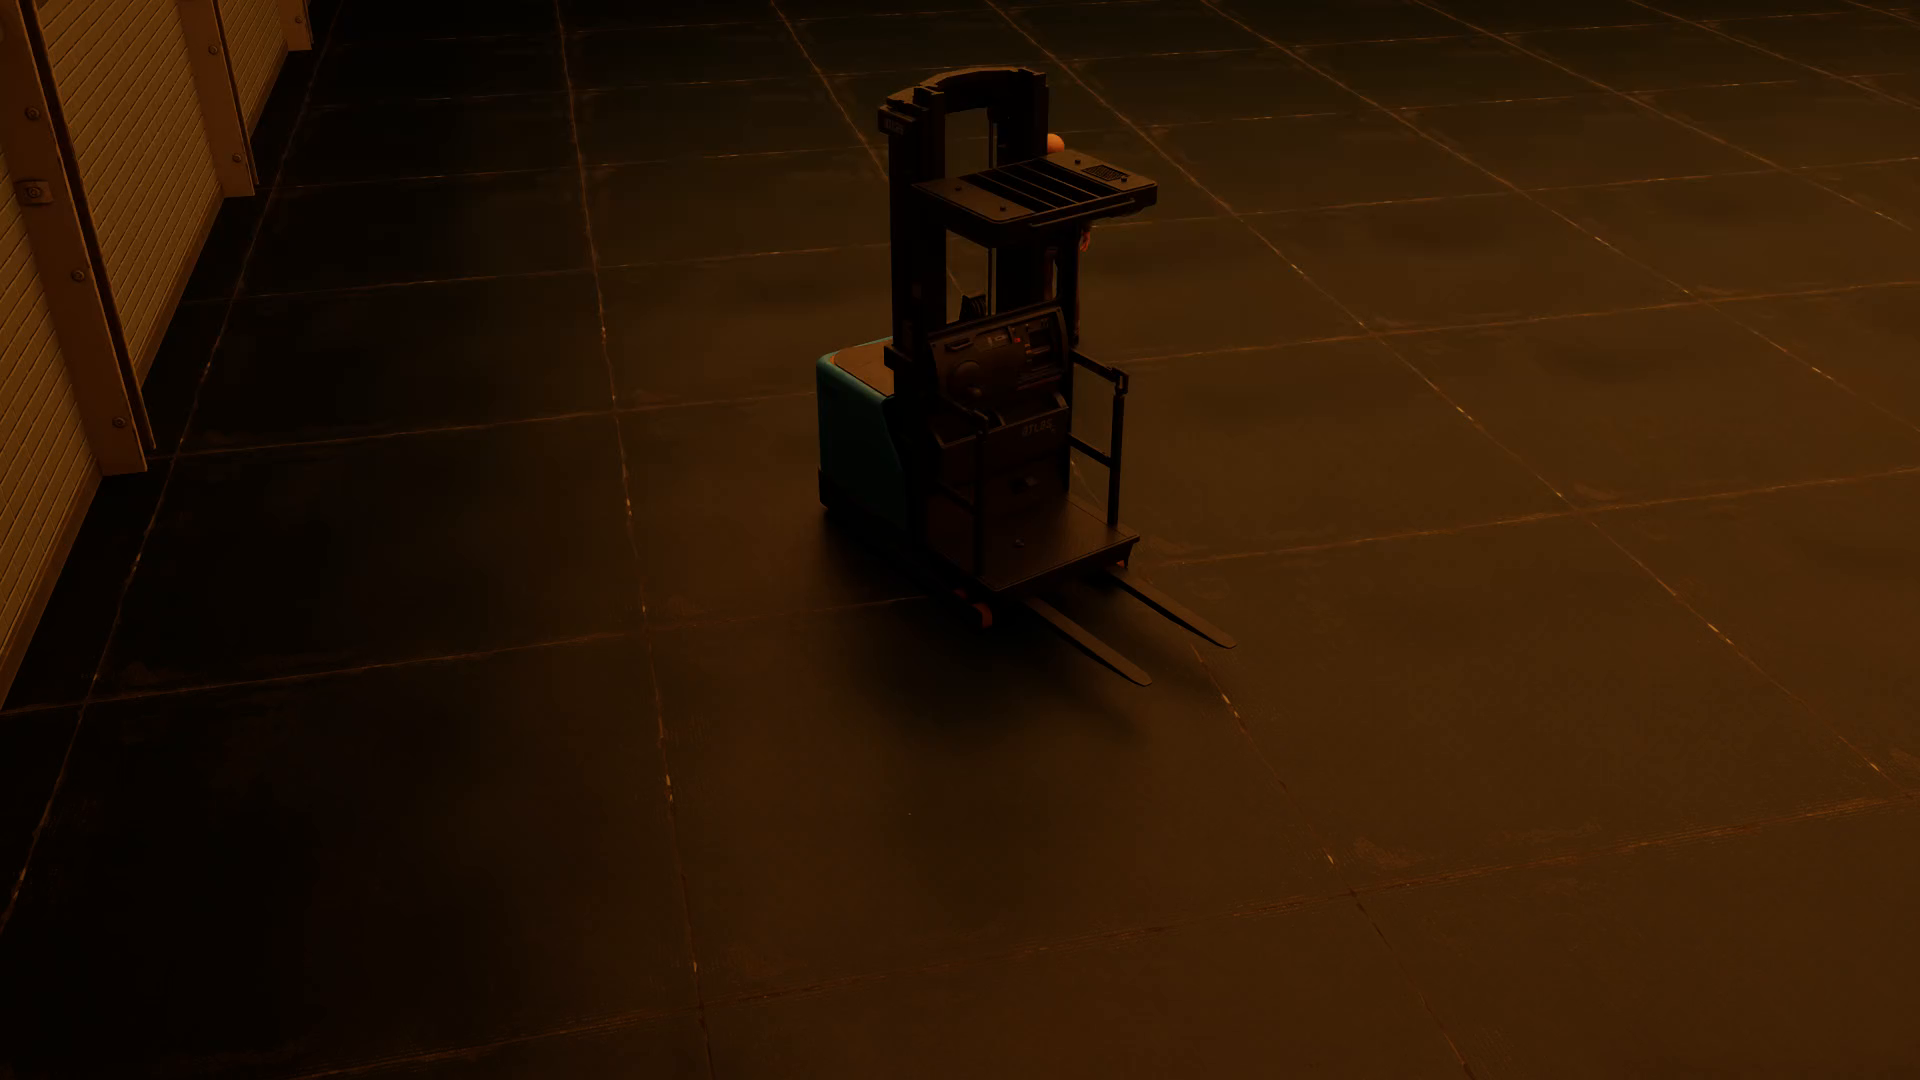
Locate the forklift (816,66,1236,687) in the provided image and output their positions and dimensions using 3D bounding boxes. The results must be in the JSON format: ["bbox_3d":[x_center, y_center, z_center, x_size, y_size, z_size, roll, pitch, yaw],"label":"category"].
[{"bbox_3d":[0.355,-1.021,9.338,1.130,2.935,3.031,-20,35,-30],"label":"forklift"}]

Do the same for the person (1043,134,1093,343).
[{"bbox_3d":[0.693,-2.288,12.720,0.632,1.720,0.569,-6,31,-11],"label":"person"}]
